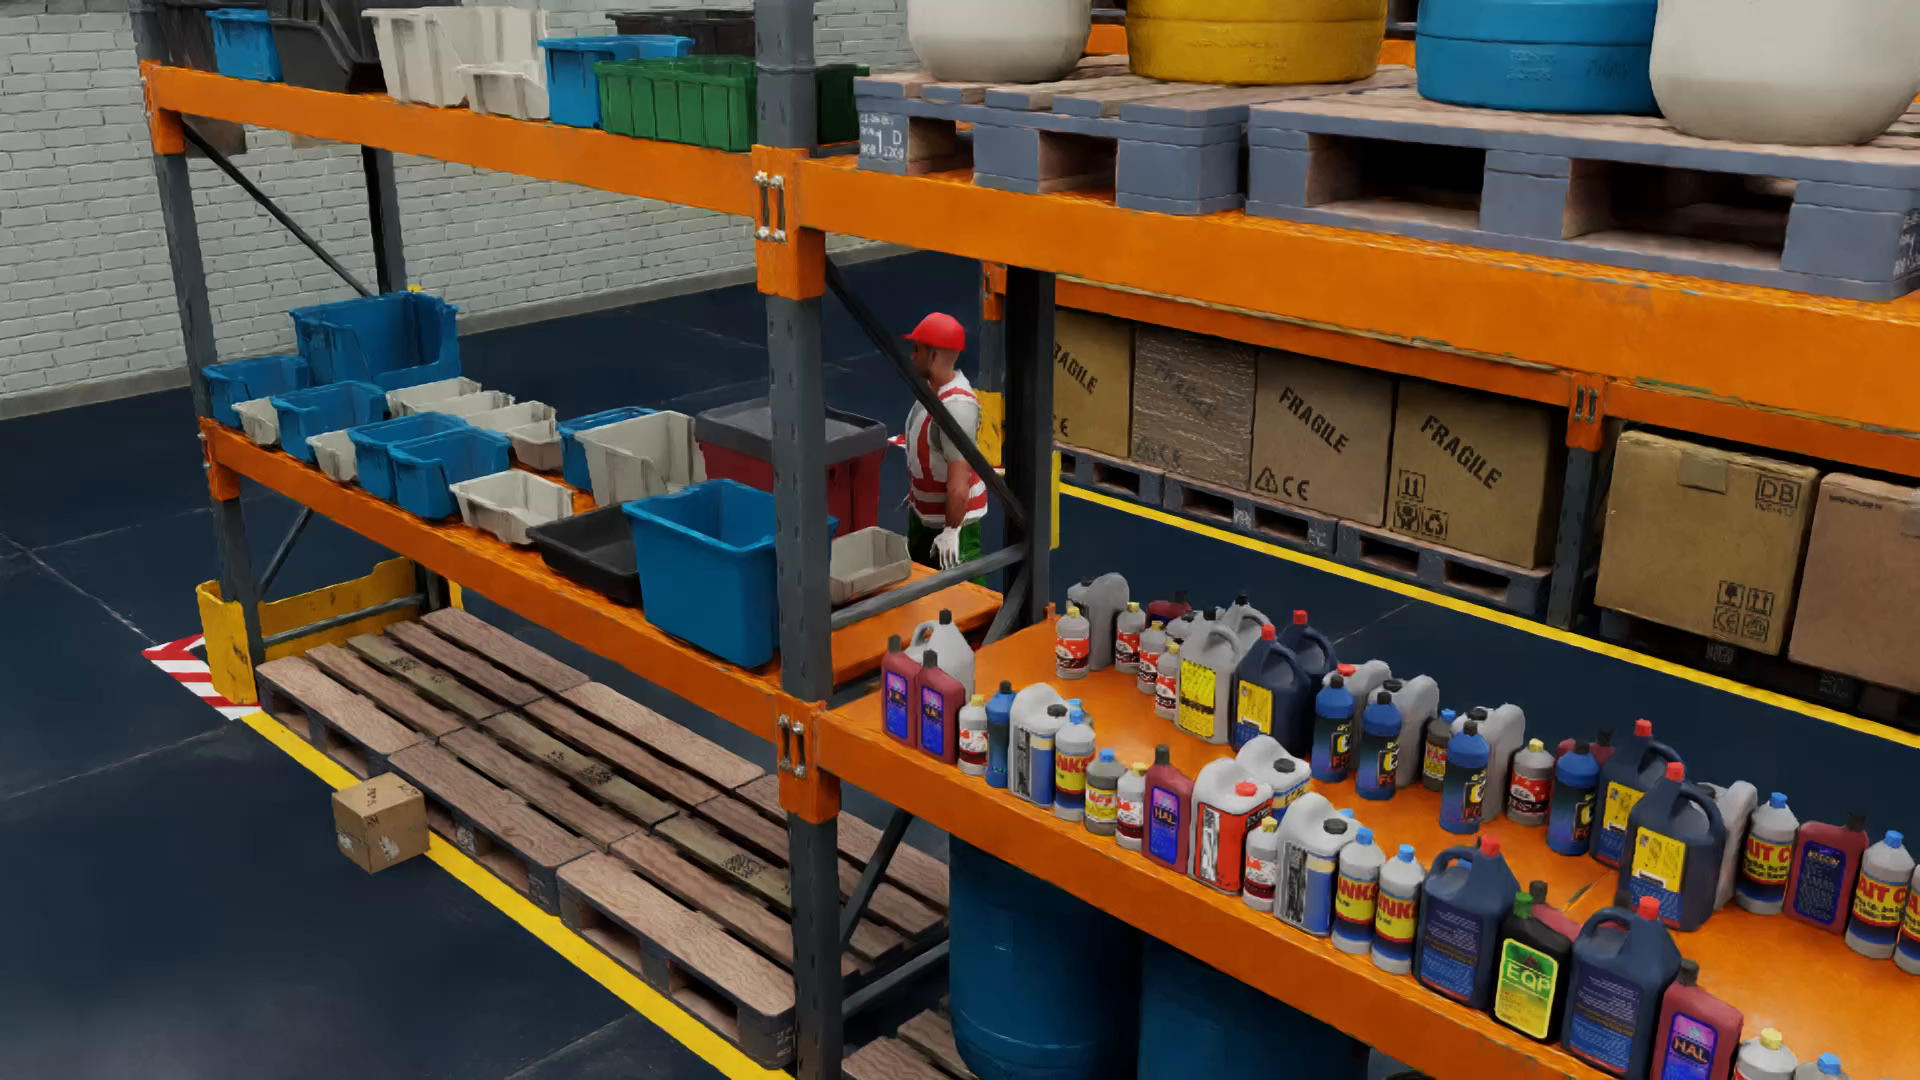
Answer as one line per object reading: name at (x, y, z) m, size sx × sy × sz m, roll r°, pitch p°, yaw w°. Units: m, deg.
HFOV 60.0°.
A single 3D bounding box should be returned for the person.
person at (-0.137, -0.105, 7.250) m, size 0.569 × 1.786 × 0.663 m, roll -6°, pitch 21°, yaw -17°
